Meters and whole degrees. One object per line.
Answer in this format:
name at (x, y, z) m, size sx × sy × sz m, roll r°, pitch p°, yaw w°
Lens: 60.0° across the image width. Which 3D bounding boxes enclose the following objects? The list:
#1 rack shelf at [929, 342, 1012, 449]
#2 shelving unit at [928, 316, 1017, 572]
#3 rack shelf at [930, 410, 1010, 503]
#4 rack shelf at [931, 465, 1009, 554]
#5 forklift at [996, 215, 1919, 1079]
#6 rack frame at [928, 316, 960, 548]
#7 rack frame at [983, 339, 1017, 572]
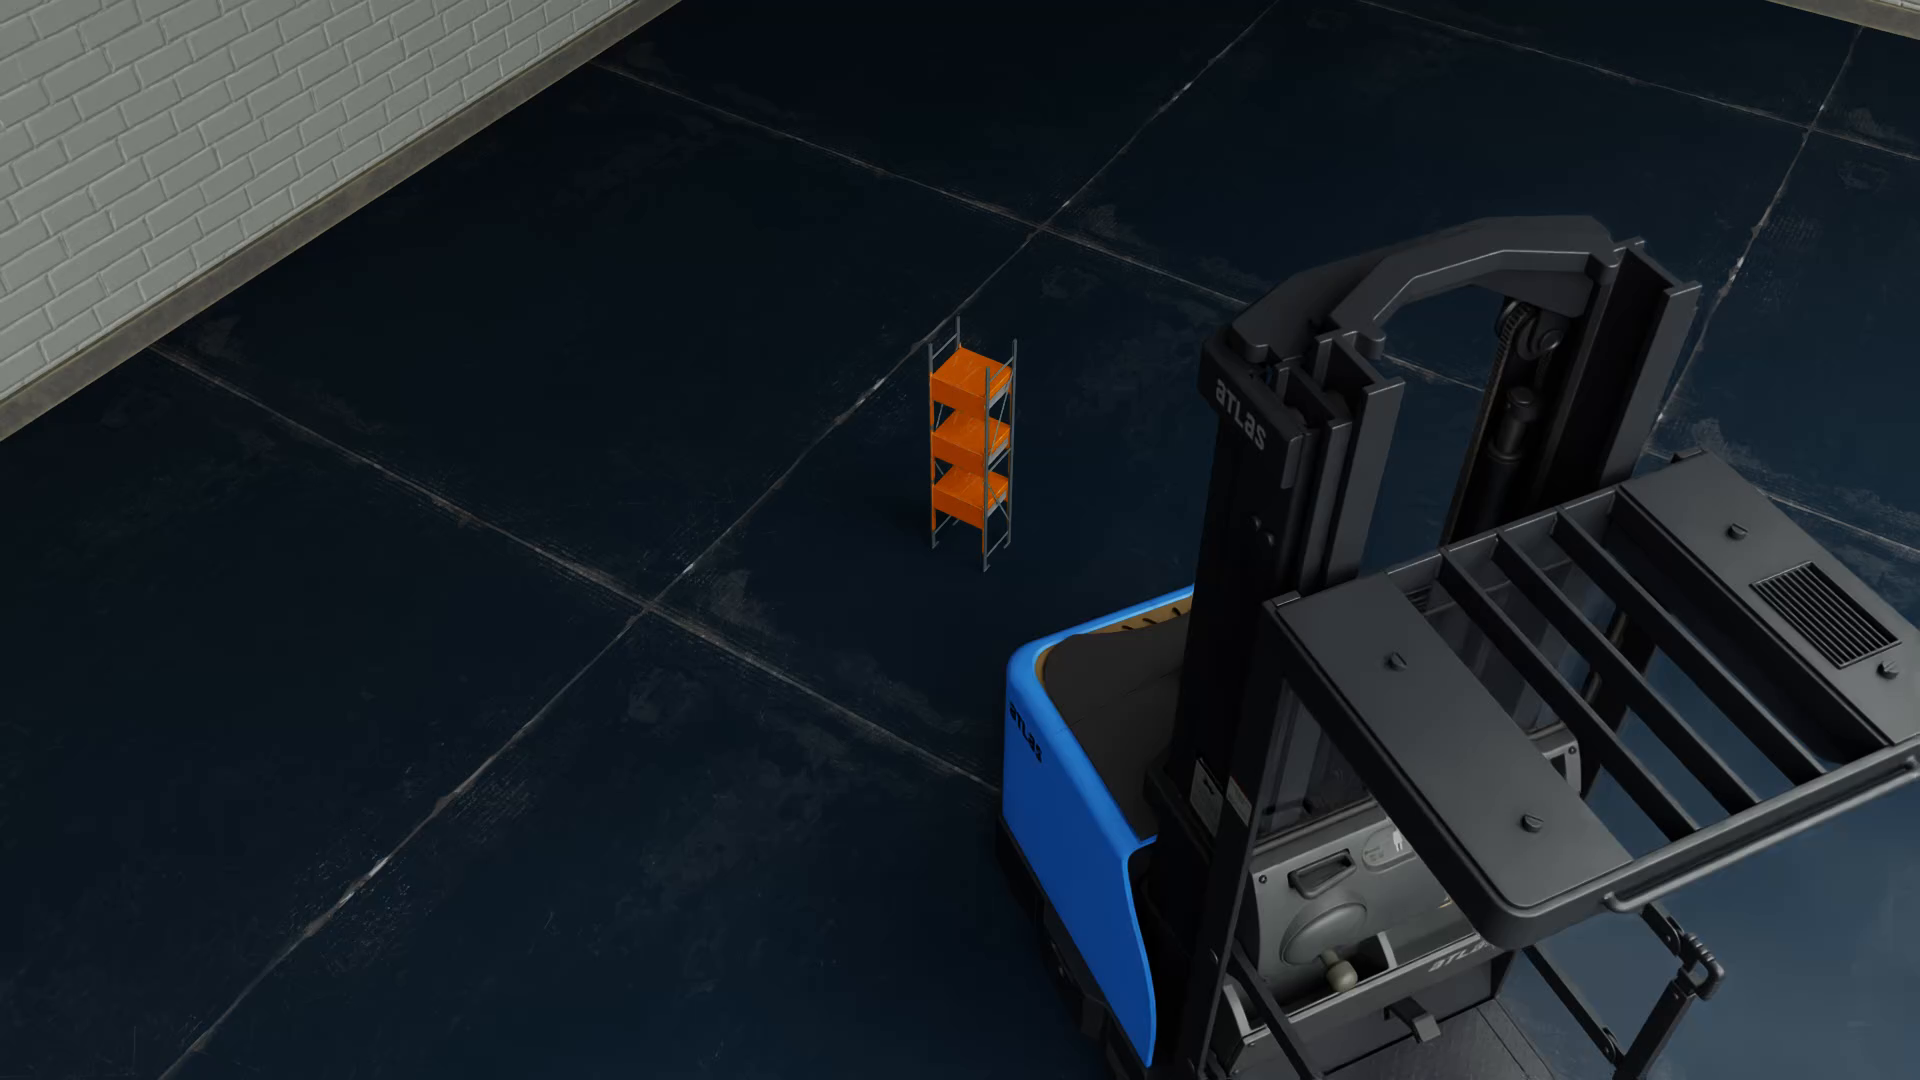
rack shelf at (0.045, -0.536, 6.157) m, size 0.240 × 0.259 × 0.215 m, roll 25°, pitch 51°, yaw 22°
shelving unit at (0.045, -0.345, 6.353) m, size 0.252 × 1.050 × 0.215 m, roll 25°, pitch 51°, yaw 22°
rack shelf at (0.045, -0.338, 6.361) m, size 0.240 × 0.259 × 0.215 m, roll 25°, pitch 51°, yaw 22°
rack shelf at (0.045, -0.144, 6.560) m, size 0.240 × 0.259 × 0.215 m, roll 25°, pitch 51°, yaw 22°
forklift at (1.194, 0.872, 3.859) m, size 1.130 × 2.935 × 3.031 m, roll -18°, pitch 49°, yaw -17°
rack frame at (-0.058, -0.392, 6.399) m, size 0.008 × 1.050 × 0.200 m, roll 25°, pitch 51°, yaw 22°
rack frame at (0.148, -0.298, 6.307) m, size 0.008 × 1.050 × 0.200 m, roll 25°, pitch 51°, yaw 22°
